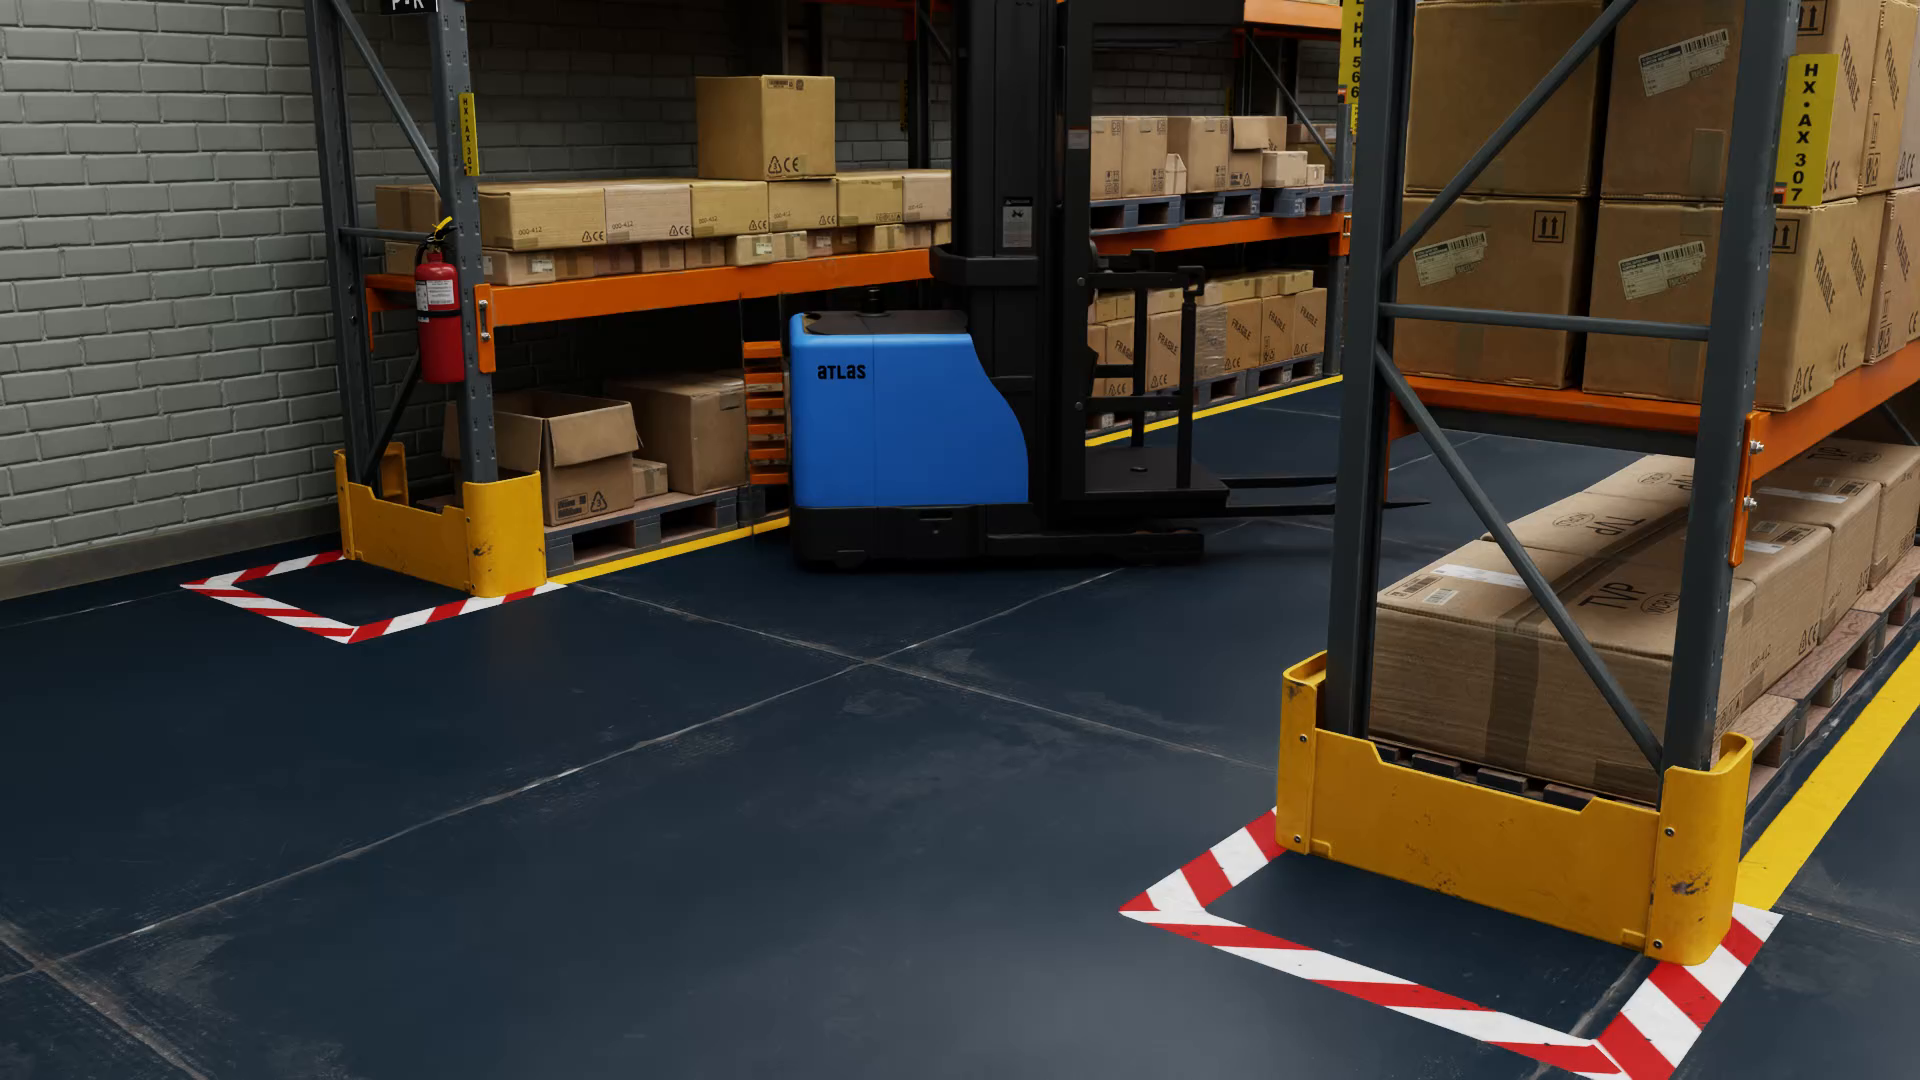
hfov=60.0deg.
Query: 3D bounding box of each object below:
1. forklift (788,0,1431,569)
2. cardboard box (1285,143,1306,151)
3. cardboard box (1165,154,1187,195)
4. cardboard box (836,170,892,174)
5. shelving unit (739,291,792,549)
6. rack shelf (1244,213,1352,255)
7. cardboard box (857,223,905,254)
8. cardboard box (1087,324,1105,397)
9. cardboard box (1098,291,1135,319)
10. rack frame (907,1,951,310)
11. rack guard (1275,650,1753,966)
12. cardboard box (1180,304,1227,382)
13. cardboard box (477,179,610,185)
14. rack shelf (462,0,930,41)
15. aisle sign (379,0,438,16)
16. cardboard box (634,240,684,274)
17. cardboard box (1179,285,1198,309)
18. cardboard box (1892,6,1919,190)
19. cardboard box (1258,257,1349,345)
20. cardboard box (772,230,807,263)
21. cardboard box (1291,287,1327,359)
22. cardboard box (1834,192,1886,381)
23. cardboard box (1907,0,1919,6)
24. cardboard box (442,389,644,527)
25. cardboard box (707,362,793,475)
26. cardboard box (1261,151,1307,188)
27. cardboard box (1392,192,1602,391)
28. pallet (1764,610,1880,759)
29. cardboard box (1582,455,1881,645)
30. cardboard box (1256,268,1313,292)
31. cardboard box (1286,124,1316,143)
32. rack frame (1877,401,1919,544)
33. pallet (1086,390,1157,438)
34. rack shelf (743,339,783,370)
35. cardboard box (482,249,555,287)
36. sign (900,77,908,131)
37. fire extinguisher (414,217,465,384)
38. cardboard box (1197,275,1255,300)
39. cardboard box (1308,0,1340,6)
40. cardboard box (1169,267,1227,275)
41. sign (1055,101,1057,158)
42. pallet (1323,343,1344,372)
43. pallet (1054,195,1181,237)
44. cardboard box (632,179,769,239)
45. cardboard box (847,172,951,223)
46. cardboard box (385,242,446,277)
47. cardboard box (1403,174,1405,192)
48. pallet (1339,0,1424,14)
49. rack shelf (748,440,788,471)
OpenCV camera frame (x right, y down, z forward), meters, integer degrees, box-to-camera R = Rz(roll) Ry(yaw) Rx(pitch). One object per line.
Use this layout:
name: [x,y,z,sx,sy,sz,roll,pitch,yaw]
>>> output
forklift: [0.704,-1.425,7.781,3.031,2.935,1.130,-2,14,-6]
cardboard box: [2.681,-3.137,13.668,0.500,0.250,0.500,12,18,39]
cardboard box: [1.272,-2.417,10.967,0.396,0.266,0.258,12,19,40]
cardboard box: [-0.730,-1.994,9.579,0.500,0.250,0.500,11,18,37]
shelving unit: [-0.924,-0.570,7.922,0.189,1.200,0.258,-3,14,-6]
rack shelf: [3.872,-2.873,14.800,1.077,0.370,4.000,11,18,38]
cardboard box: [-0.519,-1.644,9.014,0.380,0.149,0.250,11,18,37]
cardboard box: [0.580,-1.122,10.672,0.500,0.500,0.500,12,19,40]
cardboard box: [0.961,-1.577,11.144,0.380,0.149,0.250,11,18,37]
rack frame: [0.101,-2.072,10.188,1.000,3.000,0.127,11,18,38]
rack guard: [1.435,0.677,4.442,1.175,0.500,0.348,11,18,38]
cardboard box: [1.555,-1.419,11.840,0.500,0.500,0.500,10,18,36]
cardboard box: [-2.006,-1.605,8.051,0.500,0.250,0.500,11,18,38]
rack shelf: [-1.156,-2.794,8.400,1.077,0.370,4.000,11,18,38]
aisle sign: [-2.228,-2.508,6.622,0.394,0.787,0.004,11,18,38]
cardboard box: [-1.525,-1.355,7.877,0.380,0.149,0.250,12,19,39]
cardboard box: [1.452,-1.722,11.716,0.380,0.149,0.250,11,18,38]
cardboard box: [2.610,-1.320,4.991,0.500,0.500,0.500,11,18,37]
cardboard box: [3.017,-2.008,13.906,0.875,0.625,0.625,12,19,39]
cardboard box: [-0.995,-1.498,8.436,0.380,0.149,0.250,12,18,39]
cardboard box: [2.516,-1.716,13.010,0.500,0.500,0.500,12,19,39]
cardboard box: [2.271,-0.736,4.725,0.500,0.500,0.500,11,18,37]
cardboard box: [2.715,-1.658,5.005,0.380,0.149,0.250,11,18,38]
cardboard box: [-1.955,-0.402,7.832,0.797,0.503,0.637,10,18,35]
cardboard box: [-0.978,-0.644,8.790,0.500,0.500,0.500,12,18,39]
cardboard box: [2.203,-2.717,12.178,0.500,0.250,0.500,10,17,35]
cardboard box: [1.547,-0.721,4.664,0.500,0.500,0.500,11,18,38]
pallet: [2.658,0.415,6.061,1.003,0.211,1.213,11,18,38]
cardboard box: [2.923,0.009,6.348,0.875,0.438,0.875,11,18,36]
cardboard box: [2.501,-2.011,12.853,0.380,0.149,0.250,10,17,35]
cardboard box: [2.662,-3.295,13.480,0.380,0.149,0.250,12,19,39]
rack frame: [3.964,-1.305,7.167,1.000,3.000,0.127,11,18,38]
pallet: [0.582,-0.882,11.168,1.003,0.211,1.213,11,18,38]
rack shelf: [-0.931,-0.876,7.844,0.180,0.103,0.258,-3,14,-6]
cardboard box: [-1.993,-1.205,7.284,0.380,0.149,0.250,11,18,37]
sign: [-0.333,-2.719,10.381,0.100,0.325,0.005,11,18,38]
fire extinguisher: [-2.146,-0.988,6.836,0.296,0.674,0.183,11,18,38]
cardboard box: [1.953,-1.867,12.286,0.380,0.149,0.250,12,19,39]
cardboard box: [2.481,-4.084,12.318,0.500,0.250,0.500,11,18,36]
cardboard box: [1.857,-2.046,12.993,0.380,0.149,0.250,12,19,39]
sign: [0.527,-2.409,9.757,0.100,0.325,0.005,11,18,38]
pallet: [3.162,-1.638,14.144,1.003,0.211,1.213,11,18,38]
pallet: [0.688,-2.115,10.748,1.003,0.211,1.213,11,18,38]
cardboard box: [-1.286,-1.617,8.097,0.500,0.250,0.500,11,18,36]
cardboard box: [-0.333,-1.910,9.251,0.500,0.250,0.500,11,18,38]
cardboard box: [-2.414,-1.290,7.617,0.380,0.149,0.250,11,18,37]
cardboard box: [3.404,-2.908,13.784,0.500,0.250,0.500,11,18,36]
pallet: [2.972,-4.344,13.424,1.213,0.211,1.003,12,19,40]
rack shelf: [-0.921,-0.411,7.963,0.180,0.103,0.258,-3,14,-6]
